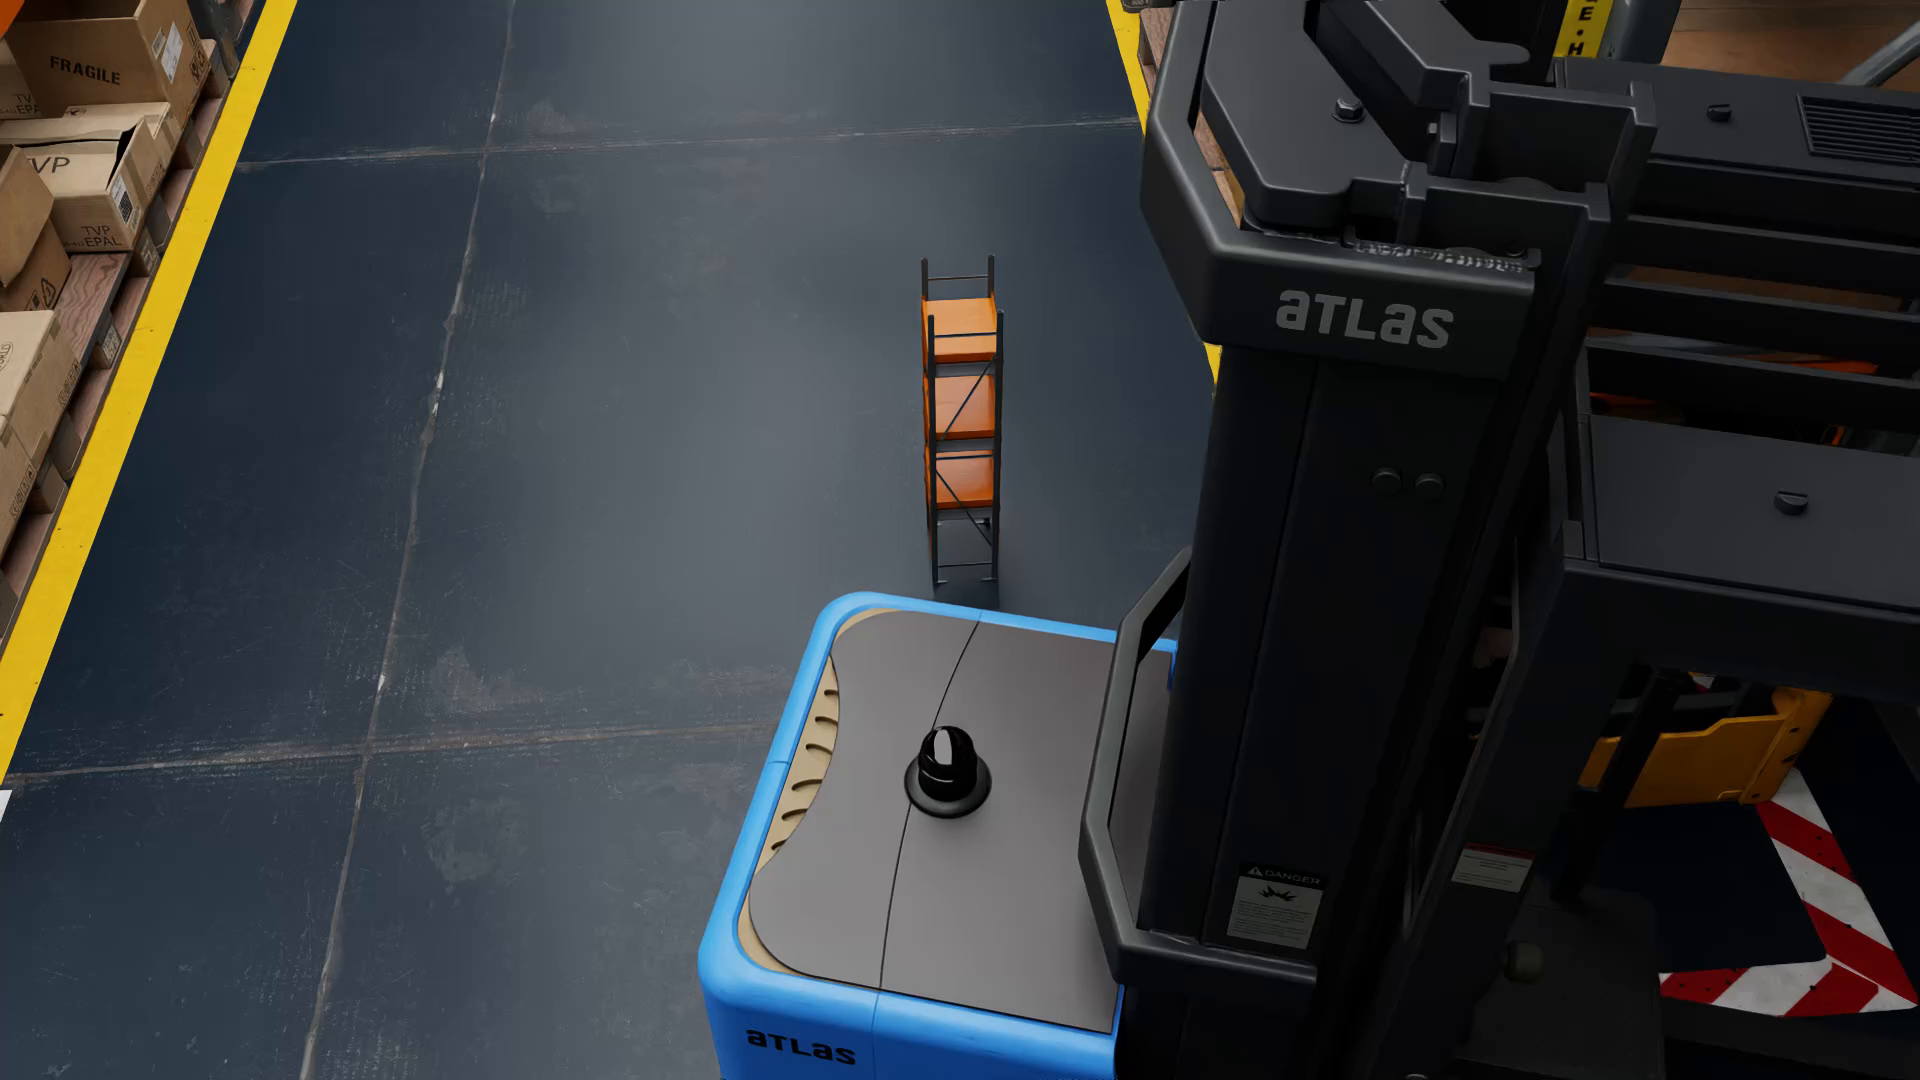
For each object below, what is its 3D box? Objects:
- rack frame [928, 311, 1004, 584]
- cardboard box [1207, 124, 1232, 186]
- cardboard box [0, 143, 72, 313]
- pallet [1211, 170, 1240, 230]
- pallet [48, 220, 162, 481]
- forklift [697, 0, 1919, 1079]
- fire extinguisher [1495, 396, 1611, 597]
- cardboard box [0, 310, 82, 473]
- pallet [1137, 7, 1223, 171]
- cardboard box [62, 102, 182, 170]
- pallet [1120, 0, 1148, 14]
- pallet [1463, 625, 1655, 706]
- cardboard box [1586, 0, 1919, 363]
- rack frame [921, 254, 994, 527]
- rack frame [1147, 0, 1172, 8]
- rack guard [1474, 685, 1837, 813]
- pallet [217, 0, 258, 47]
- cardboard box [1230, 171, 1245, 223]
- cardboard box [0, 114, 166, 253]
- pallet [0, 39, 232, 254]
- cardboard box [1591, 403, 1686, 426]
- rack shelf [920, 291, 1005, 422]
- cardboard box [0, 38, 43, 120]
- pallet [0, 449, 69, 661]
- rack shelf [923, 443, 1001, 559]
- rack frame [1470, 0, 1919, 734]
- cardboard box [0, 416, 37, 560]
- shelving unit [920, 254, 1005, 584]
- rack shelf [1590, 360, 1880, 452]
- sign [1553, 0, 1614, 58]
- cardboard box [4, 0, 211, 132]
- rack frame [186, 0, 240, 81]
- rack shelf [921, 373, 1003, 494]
[{"bbox_3d":[0.015,-0.234,4.749,0.200,1.050,0.008,-3,47,-3],"label":"rack frame"},{"bbox_3d":[1.329,-1.688,6.215,0.700,0.500,0.500,-4,47,-4],"label":"cardboard box"},{"bbox_3d":[-3.444,-0.944,5.494,0.797,0.503,0.637,-3,47,-3],"label":"cardboard box"},{"bbox_3d":[1.421,-0.915,5.971,1.003,0.211,1.213,-3,47,-3],"label":"pallet"},{"bbox_3d":[-3.444,-0.669,5.739,1.003,0.211,1.213,-3,47,-3],"label":"pallet"},{"bbox_3d":[1.068,0.398,2.855,3.031,2.935,1.130,9,47,8],"label":"forklift"},{"bbox_3d":[1.217,-0.128,3.615,0.296,0.674,0.183,-3,47,-3],"label":"fire extinguisher"},{"bbox_3d":[-3.118,-0.456,5.207,0.500,0.250,0.500,-3,47,-3],"label":"cardboard box"},{"bbox_3d":[1.315,-1.800,6.809,1.003,0.211,1.213,-3,47,-3],"label":"pallet"},{"bbox_3d":[-3.185,-1.518,6.283,0.380,0.149,0.250,-3,47,-3],"label":"cardboard box"},{"bbox_3d":[1.190,-2.909,7.859,1.003,0.211,1.213,-3,47,-3],"label":"pallet"},{"bbox_3d":[1.520,-0.035,5.137,1.003,0.211,1.213,-3,47,-3],"label":"pallet"},{"bbox_3d":[1.612,-0.891,3.822,0.980,0.700,0.700,-2,47,-1],"label":"cardboard box"},{"bbox_3d":[-0.006,-0.411,4.916,0.200,1.050,0.008,-3,47,-3],"label":"rack frame"},{"bbox_3d":[1.330,-3.314,6.322,1.000,3.000,0.127,-3,47,-3],"label":"rack frame"},{"bbox_3d":[1.667,0.457,4.473,1.175,0.500,0.348,-3,47,-3],"label":"rack guard"},{"bbox_3d":[-3.712,-2.637,7.602,1.003,0.211,1.213,-3,47,-3],"label":"pallet"},{"bbox_3d":[1.370,-1.316,5.863,0.700,0.500,0.500,-3,47,-2],"label":"cardboard box"},{"bbox_3d":[-3.213,-1.299,5.963,0.500,0.311,0.500,-3,47,-3],"label":"cardboard box"},{"bbox_3d":[-3.550,-1.554,6.577,1.003,0.211,1.213,-3,47,-3],"label":"pallet"},{"bbox_3d":[1.716,-0.350,4.501,0.380,0.149,0.250,-3,47,-3],"label":"cardboard box"},{"bbox_3d":[0.004,-0.510,4.634,0.215,0.259,0.240,-3,47,-3],"label":"rack shelf"},{"bbox_3d":[-3.787,-1.920,6.551,0.500,0.311,0.500,-3,47,-3],"label":"cardboard box"},{"bbox_3d":[-3.345,0.211,4.905,1.003,0.211,1.213,-3,47,-3],"label":"pallet"},{"bbox_3d":[0.004,-0.124,5.042,0.215,0.259,0.240,-3,47,-3],"label":"rack shelf"},{"bbox_3d":[1.665,-0.420,3.582,1.000,3.000,0.127,-3,47,-3],"label":"rack frame"},{"bbox_3d":[-3.076,-0.094,4.864,0.500,0.250,0.500,-3,47,-3],"label":"cardboard box"},{"bbox_3d":[0.004,-0.322,4.832,0.215,1.050,0.252,-3,47,-3],"label":"shelving unit"},{"bbox_3d":[1.497,-1.619,5.213,1.077,0.370,4.000,-3,47,-3],"label":"rack shelf"},{"bbox_3d":[1.123,-0.876,3.054,0.100,0.325,0.005,-3,47,-3],"label":"sign"},{"bbox_3d":[-3.276,-1.907,6.409,0.500,0.500,0.500,-3,47,-3],"label":"cardboard box"},{"bbox_3d":[-3.606,-3.010,6.035,1.000,3.000,0.127,-3,47,-3],"label":"rack frame"},{"bbox_3d":[0.004,-0.315,4.840,0.215,0.259,0.240,-3,47,-3],"label":"rack shelf"}]
